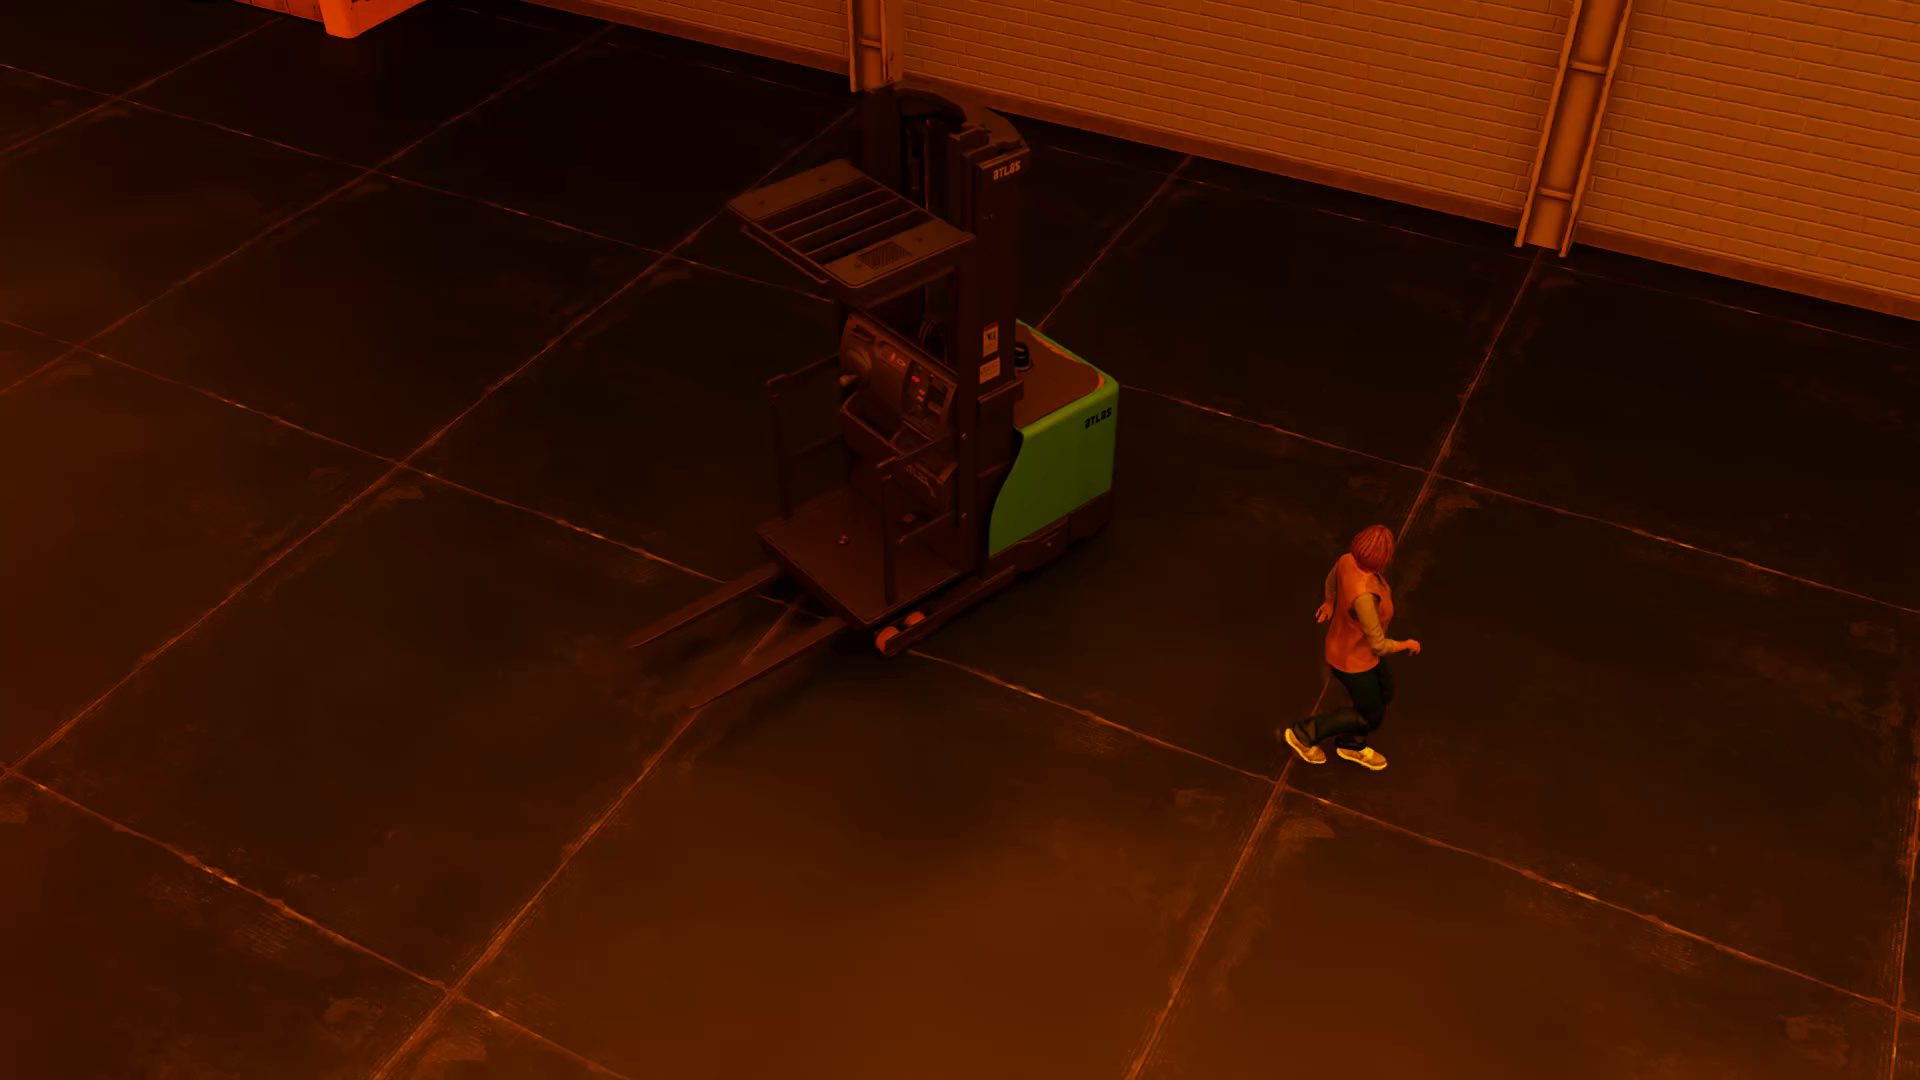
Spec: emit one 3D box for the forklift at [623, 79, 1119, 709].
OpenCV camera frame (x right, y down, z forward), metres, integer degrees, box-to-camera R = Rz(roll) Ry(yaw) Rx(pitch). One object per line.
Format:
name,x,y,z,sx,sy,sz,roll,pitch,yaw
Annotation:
forklift,-0.503,-0.846,8.991,3.031,2.935,1.130,-29,48,-30

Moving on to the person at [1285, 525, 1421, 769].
person,2.025,0.547,8.429,0.579,1.540,0.563,10,41,12
